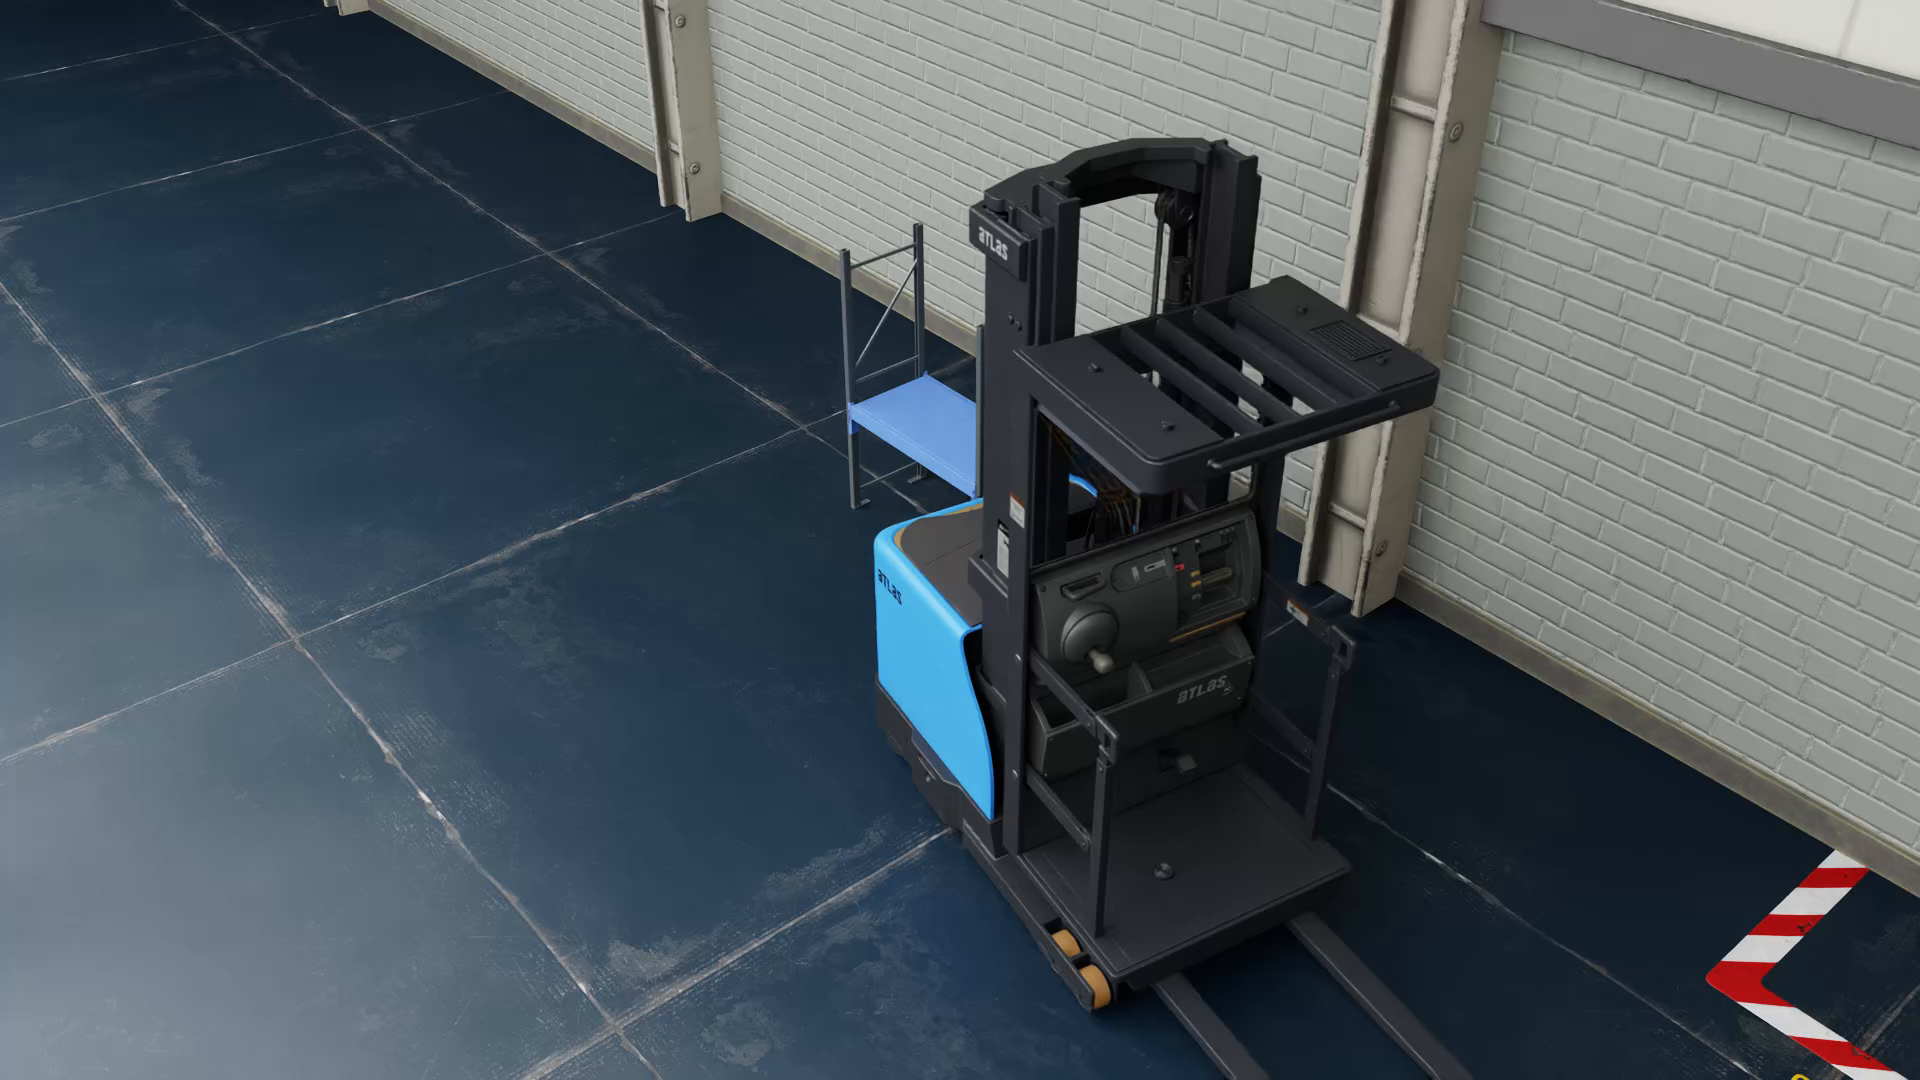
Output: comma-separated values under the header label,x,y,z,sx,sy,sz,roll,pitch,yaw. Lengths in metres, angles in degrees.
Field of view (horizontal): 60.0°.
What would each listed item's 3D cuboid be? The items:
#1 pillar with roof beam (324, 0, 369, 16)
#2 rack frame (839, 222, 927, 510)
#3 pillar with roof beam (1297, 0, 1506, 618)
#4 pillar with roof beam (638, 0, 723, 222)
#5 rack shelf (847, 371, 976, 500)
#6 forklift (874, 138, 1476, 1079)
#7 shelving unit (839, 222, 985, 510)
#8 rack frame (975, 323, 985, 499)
label,x,y,z,sx,sy,sz,roll,pitch,yaw
pillar with roof beam,-9.096,-7.127,10.928,9.100,9.000,0.400,-26,43,-32
rack frame,-0.383,-0.874,8.588,0.500,1.500,0.032,-26,43,-32
pillar with roof beam,-1.352,-1.829,3.448,9.100,9.000,0.400,-26,43,-32
pillar with roof beam,-5.224,-4.478,7.188,9.100,9.000,0.400,-26,43,-32
rack shelf,-0.055,-0.503,8.375,0.538,0.185,1.000,-26,43,-32
forklift,0.786,0.248,5.765,1.130,2.935,3.031,-18,39,-23
shelving unit,-0.055,-0.650,8.271,0.538,1.500,1.048,-26,43,-32
rack frame,0.273,-0.425,7.954,0.500,1.500,0.032,-26,43,-32
